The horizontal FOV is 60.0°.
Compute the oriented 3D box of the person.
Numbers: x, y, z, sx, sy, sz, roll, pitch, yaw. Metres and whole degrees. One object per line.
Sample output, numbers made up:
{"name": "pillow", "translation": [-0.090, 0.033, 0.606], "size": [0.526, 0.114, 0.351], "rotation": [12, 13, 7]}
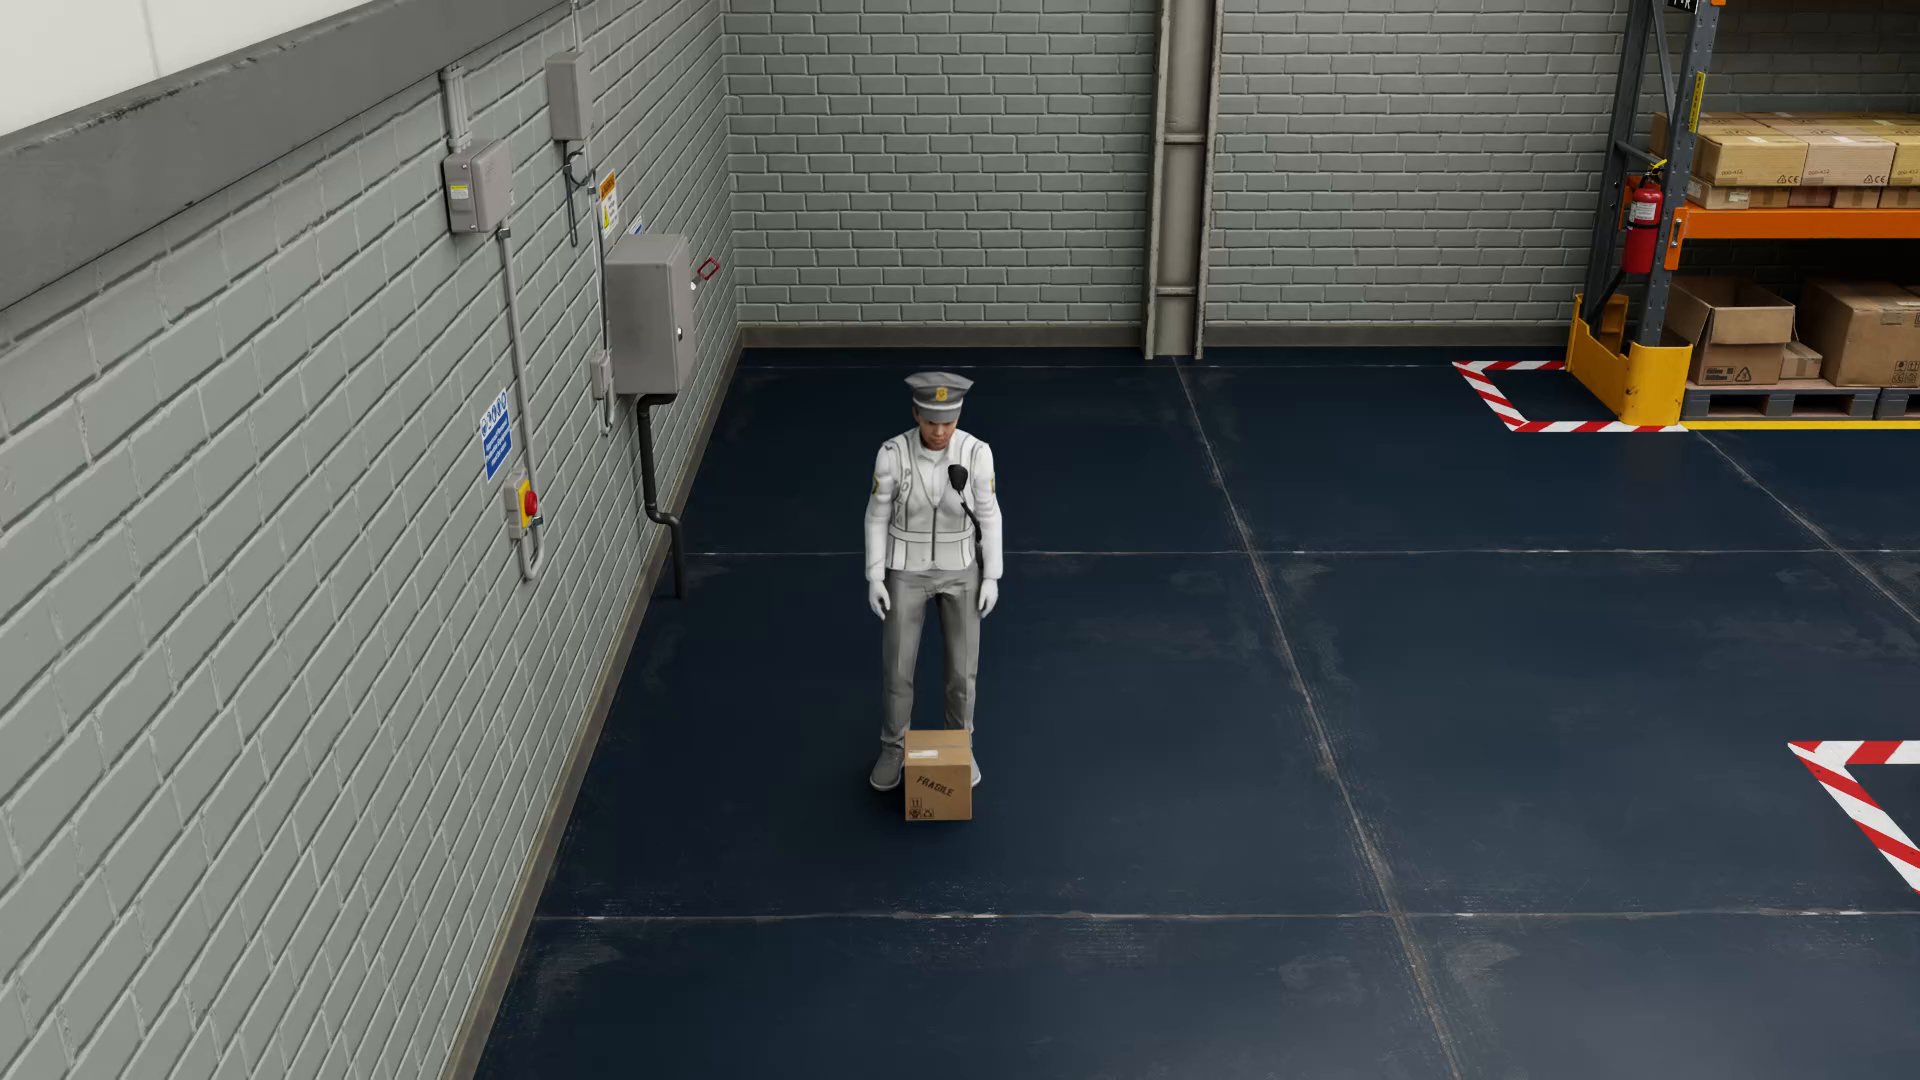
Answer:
{"name": "person", "translation": [-0.098, 0.151, 6.265], "size": [0.518, 1.663, 0.369], "rotation": [-1, 24, -2]}
